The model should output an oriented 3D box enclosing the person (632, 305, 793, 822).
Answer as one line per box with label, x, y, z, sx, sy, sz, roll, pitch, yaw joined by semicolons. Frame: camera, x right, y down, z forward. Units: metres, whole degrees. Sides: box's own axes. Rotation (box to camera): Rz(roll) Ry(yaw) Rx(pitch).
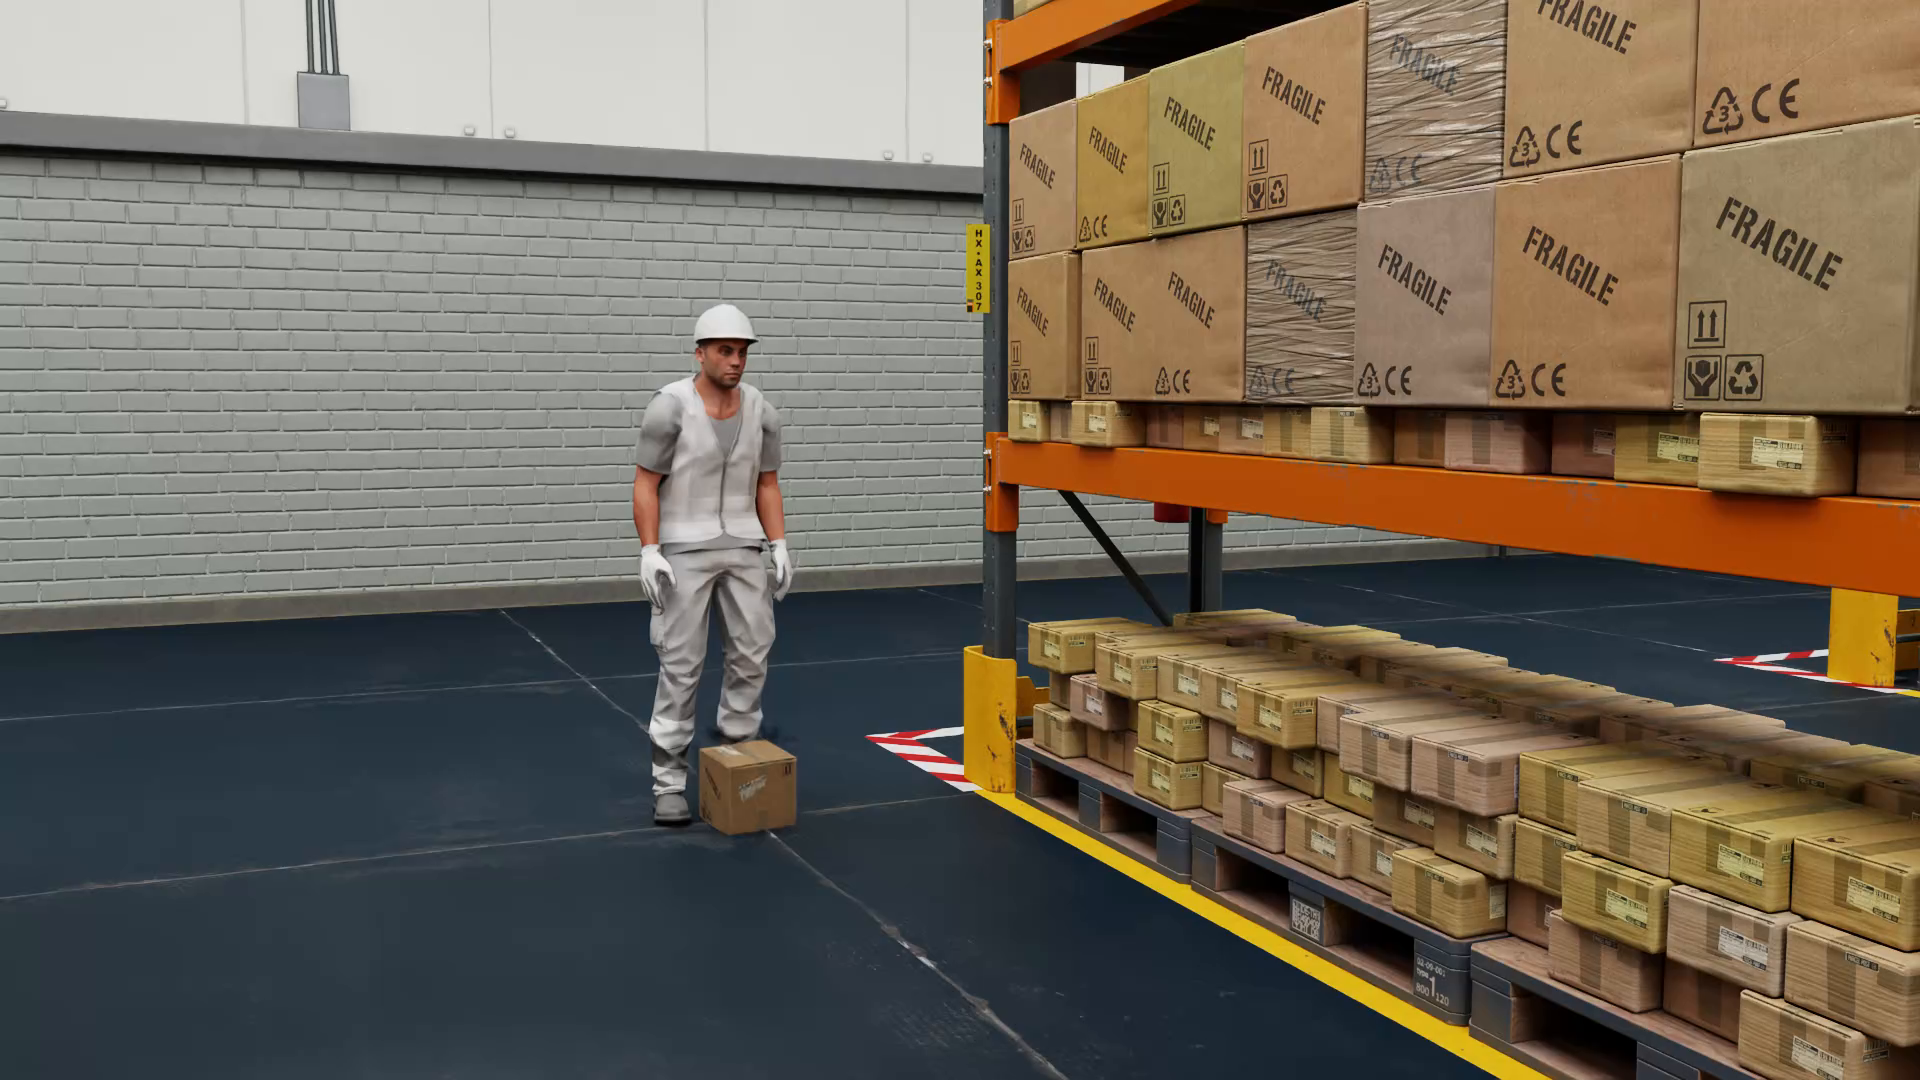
person;-0.859;0.073;5.838;0.597;1.778;0.450;-3;6;-33
